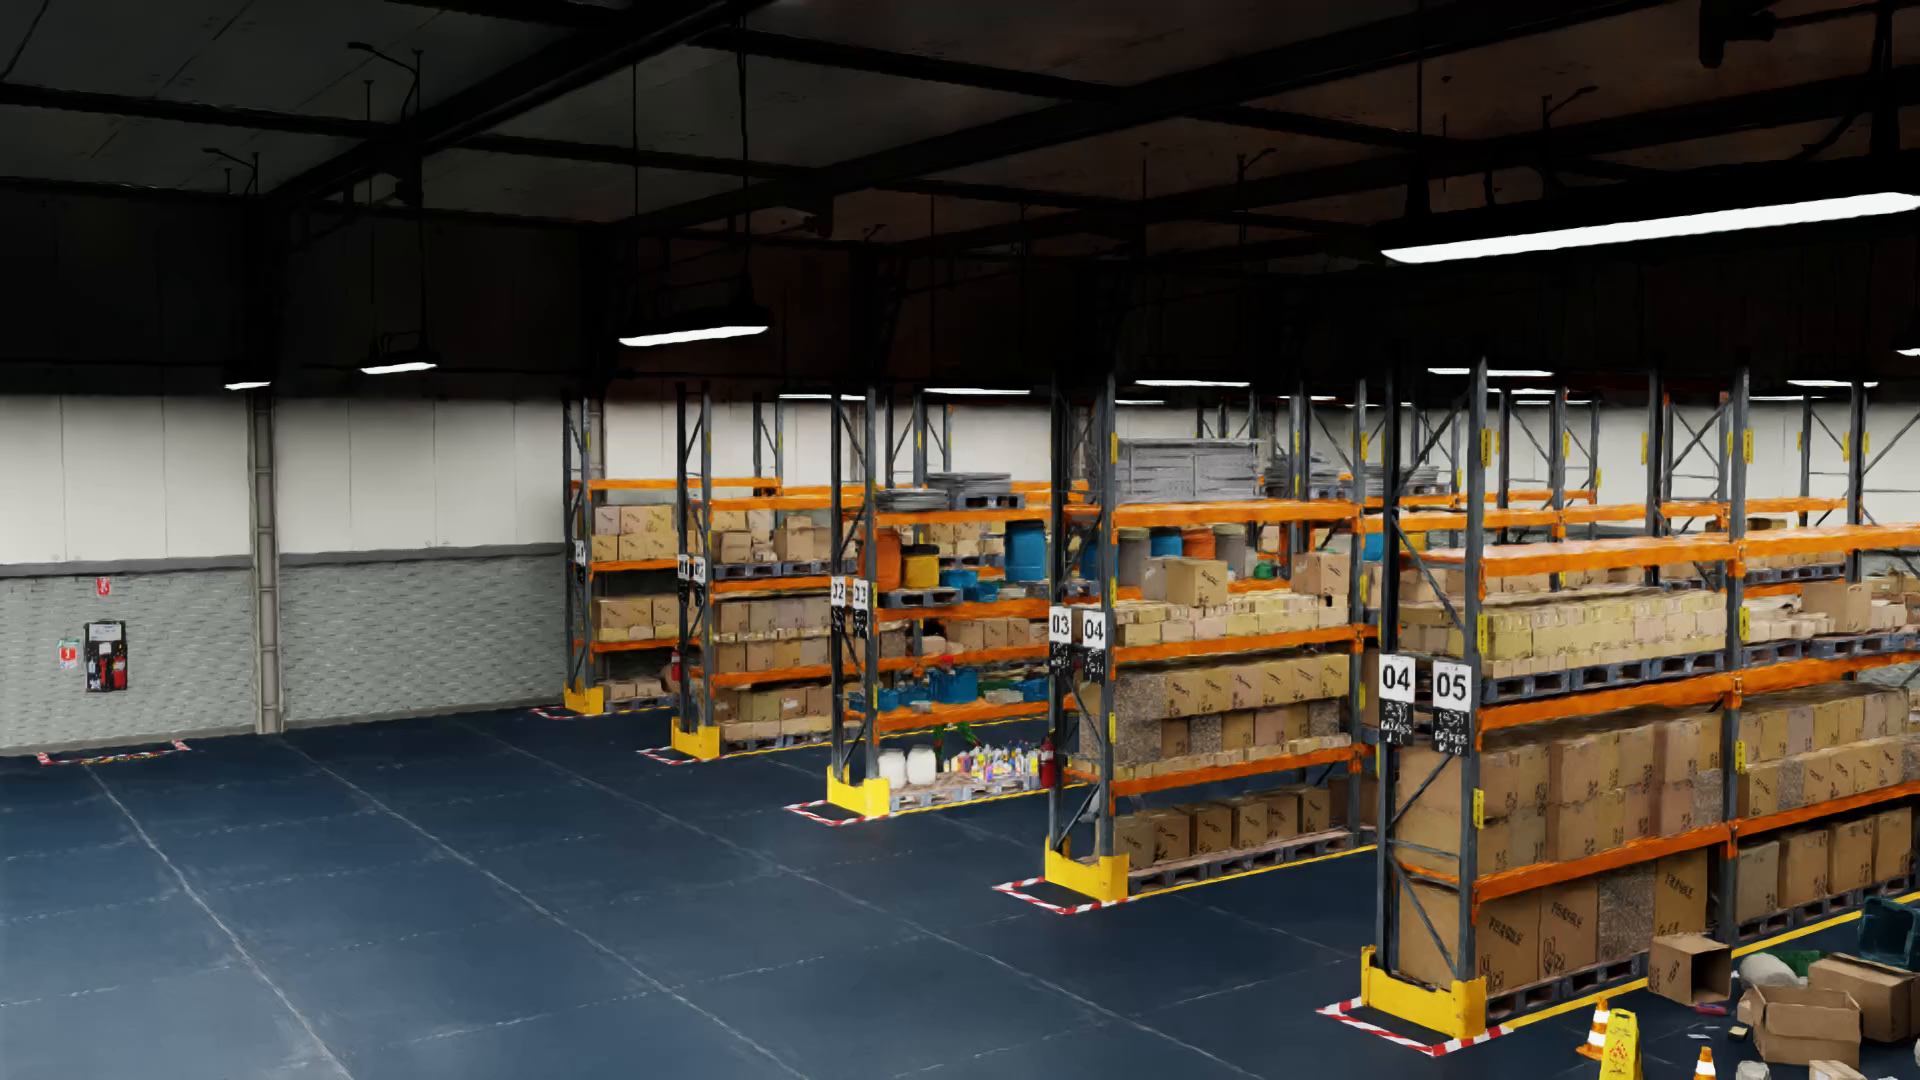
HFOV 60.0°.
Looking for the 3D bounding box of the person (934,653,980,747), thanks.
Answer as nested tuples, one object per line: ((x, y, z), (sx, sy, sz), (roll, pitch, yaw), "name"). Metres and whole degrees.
((-0.925, 2.220, 30.447), (1.191, 1.469, 9.611), (-1, 4, -14), "person")

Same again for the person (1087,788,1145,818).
((2.085, 2.901, 21.994), (0.794, 1.575, 0.408), (-2, 4, -26), "person")
